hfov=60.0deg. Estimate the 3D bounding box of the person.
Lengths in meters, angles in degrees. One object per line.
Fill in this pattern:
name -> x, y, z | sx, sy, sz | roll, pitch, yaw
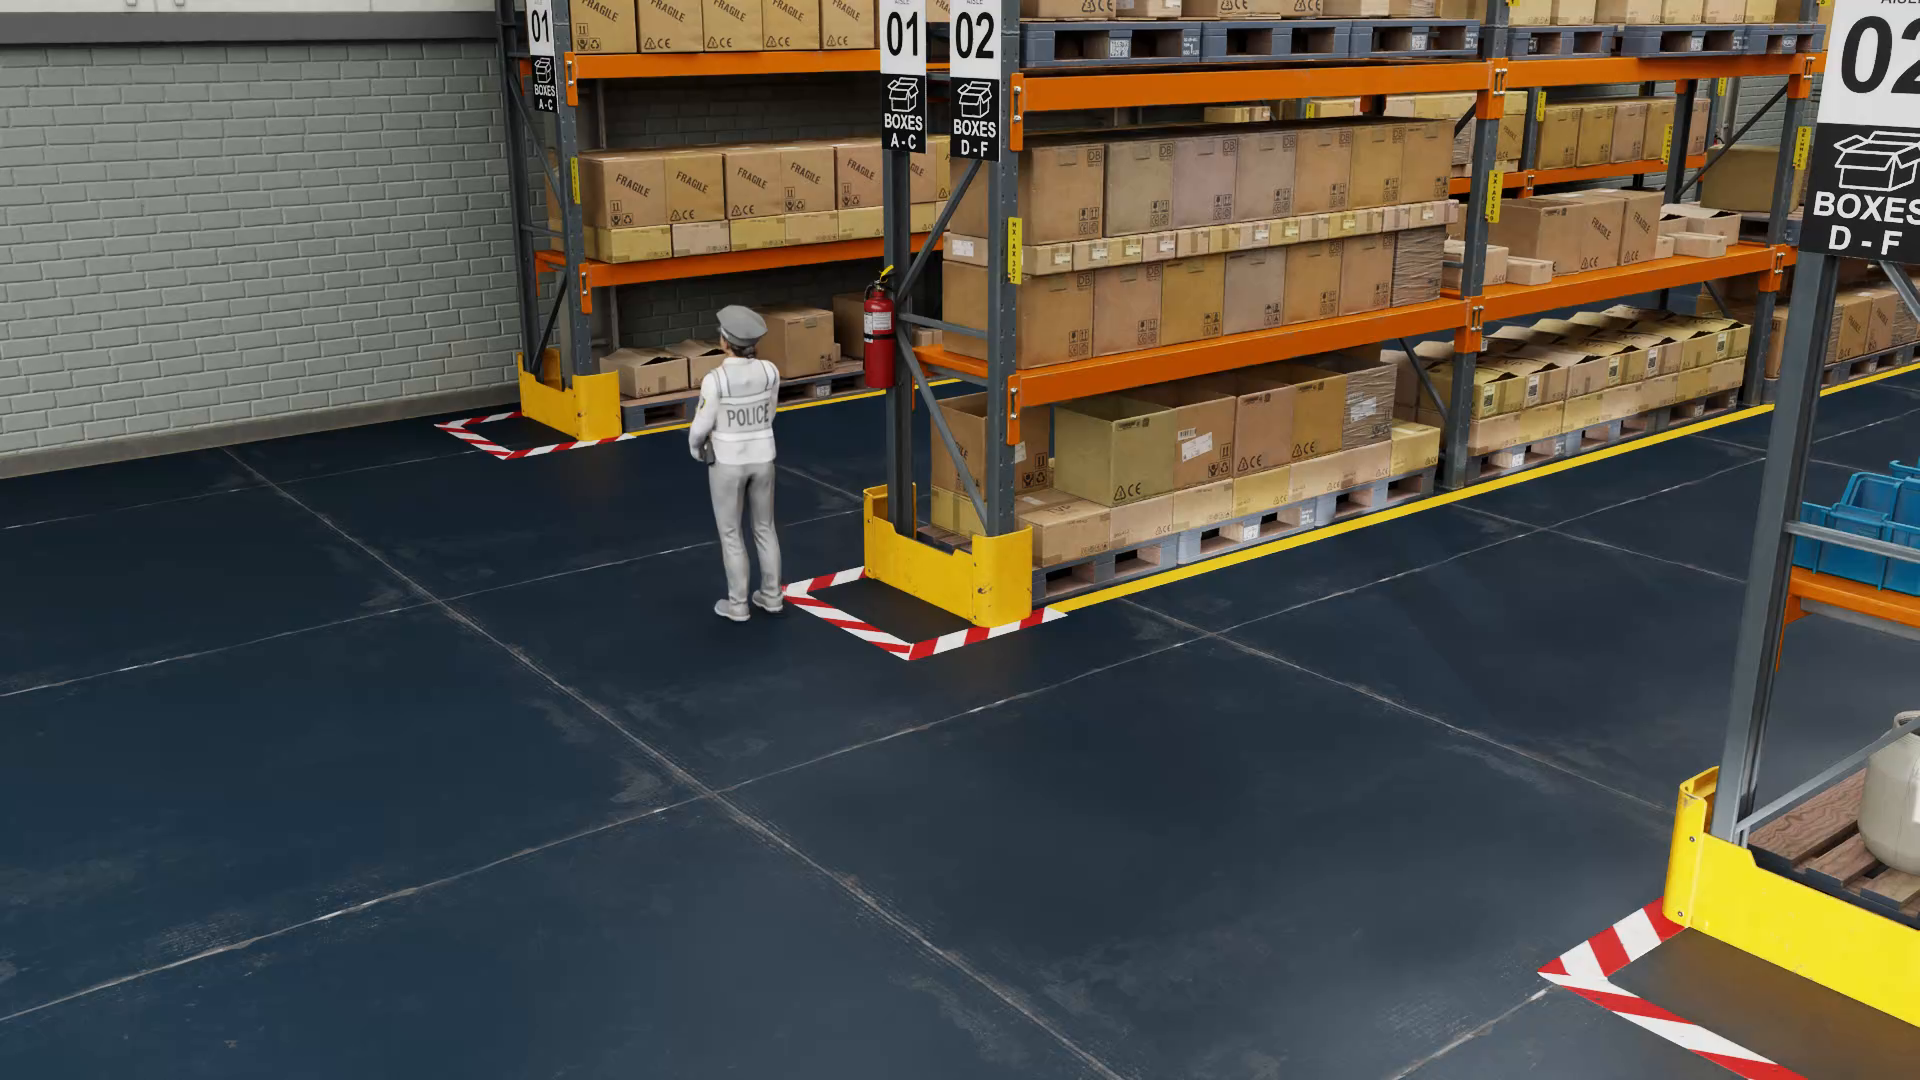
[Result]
person -> -1.178, -0.405, 8.750 | 0.491, 1.700, 0.543 | -12, 22, -34
